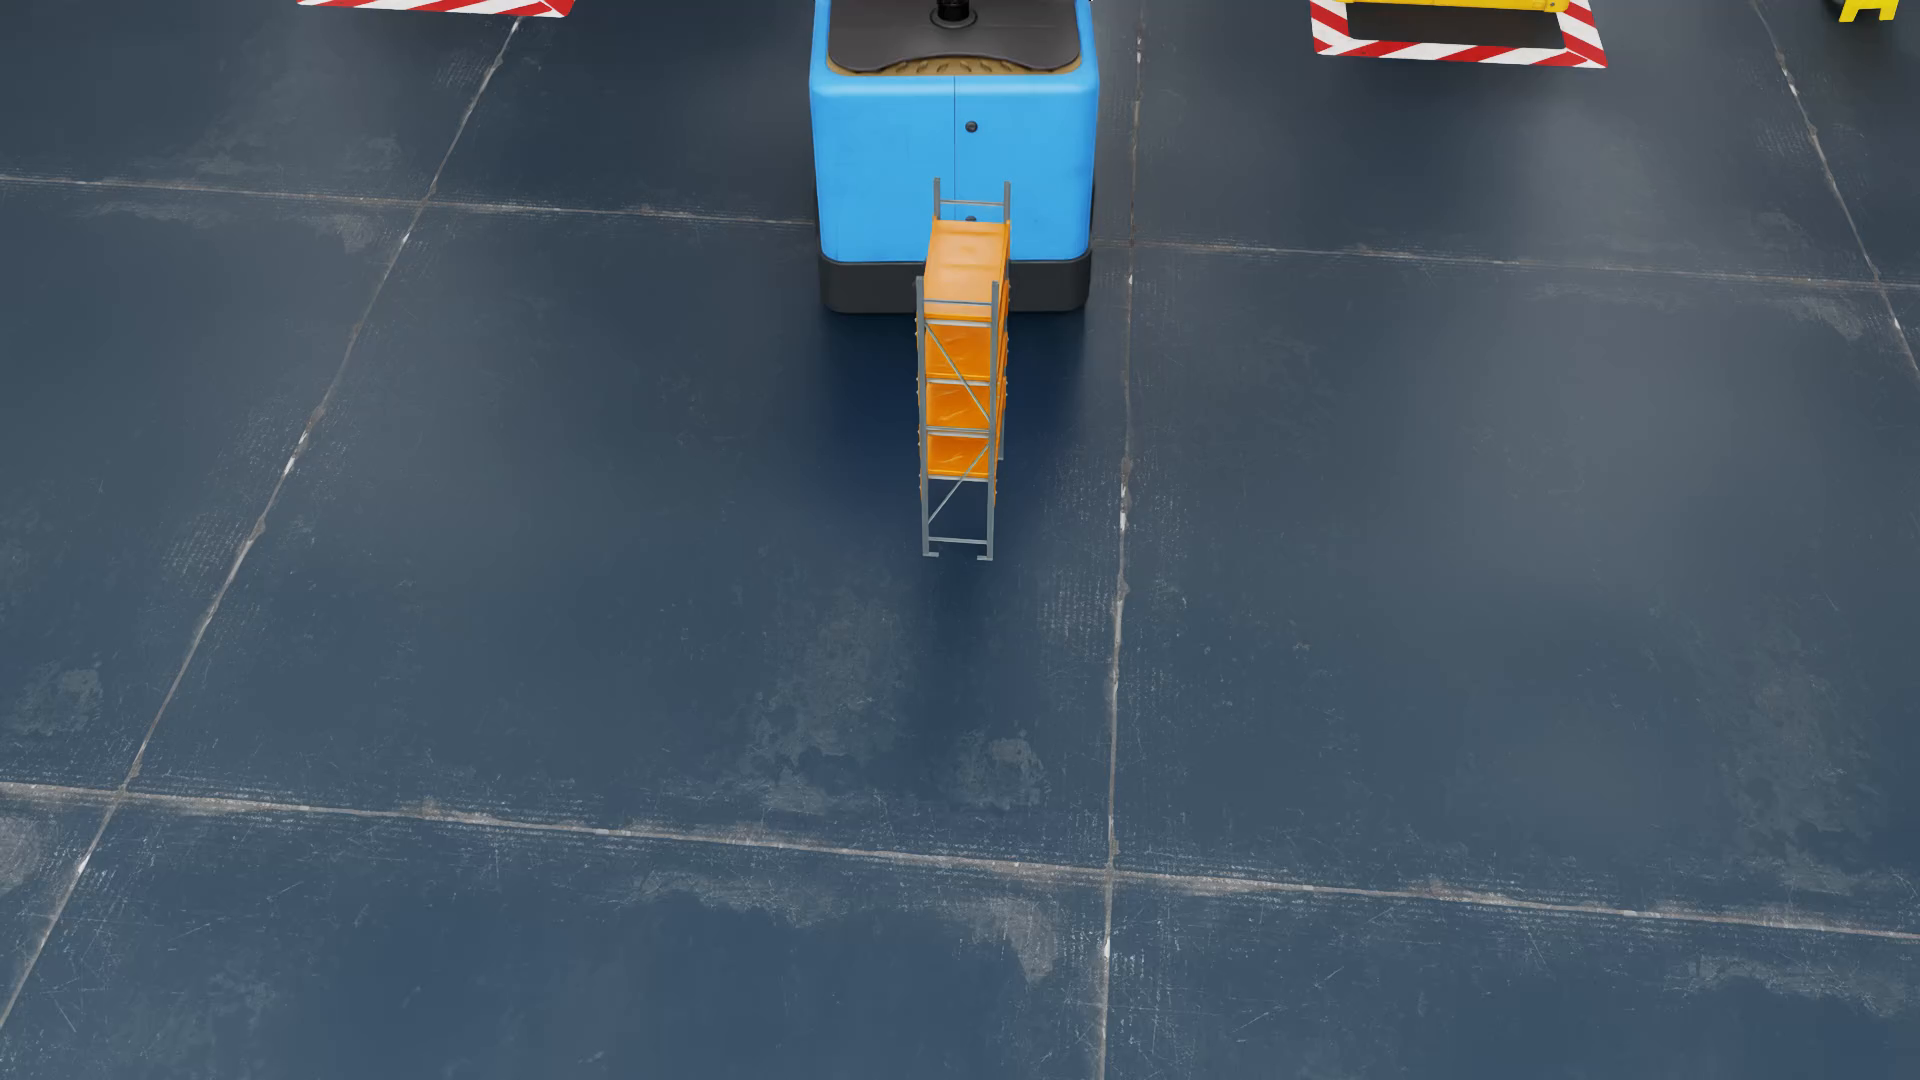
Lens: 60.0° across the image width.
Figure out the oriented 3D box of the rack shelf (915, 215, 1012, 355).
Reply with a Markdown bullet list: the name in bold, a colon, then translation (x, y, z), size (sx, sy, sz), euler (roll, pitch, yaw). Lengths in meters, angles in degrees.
- **rack shelf**: translation (0.015, -0.792, 5.129), size (0.258, 0.148, 0.480), euler (4, 48, 4)

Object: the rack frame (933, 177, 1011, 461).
- **rack frame**: translation (0.037, -0.706, 5.583), size (0.240, 1.200, 0.015), euler (4, 48, 4)

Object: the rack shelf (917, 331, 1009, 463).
- **rack shelf**: translation (0.015, -0.481, 5.468), size (0.258, 0.148, 0.480), euler (4, 48, 4)

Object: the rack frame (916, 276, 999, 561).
- **rack frame**: translation (-0.007, -0.347, 5.255), size (0.240, 1.200, 0.015), euler (4, 48, 4)

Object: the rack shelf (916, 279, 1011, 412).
- **rack shelf**: translation (0.015, -0.632, 5.303), size (0.258, 0.148, 0.480), euler (4, 48, 4)

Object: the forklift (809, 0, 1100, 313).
- **forklift**: translation (-0.040, -2.942, 6.455), size (1.130, 2.935, 3.031), euler (-1, 48, -1)

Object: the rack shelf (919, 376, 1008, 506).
- **rack shelf**: translation (0.015, -0.347, 5.615), size (0.258, 0.148, 0.480), euler (4, 48, 4)

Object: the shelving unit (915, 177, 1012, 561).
- **shelving unit**: translation (0.015, -0.527, 5.419), size (0.258, 1.200, 0.503), euler (4, 48, 4)

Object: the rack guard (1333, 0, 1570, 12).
- **rack guard**: translation (2.404, -2.900, 8.064), size (1.175, 0.500, 0.348), euler (4, 48, 4)

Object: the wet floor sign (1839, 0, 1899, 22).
- **wet floor sign**: translation (4.375, -2.812, 7.885), size (0.267, 0.644, 0.232), euler (-4, 48, -3)
